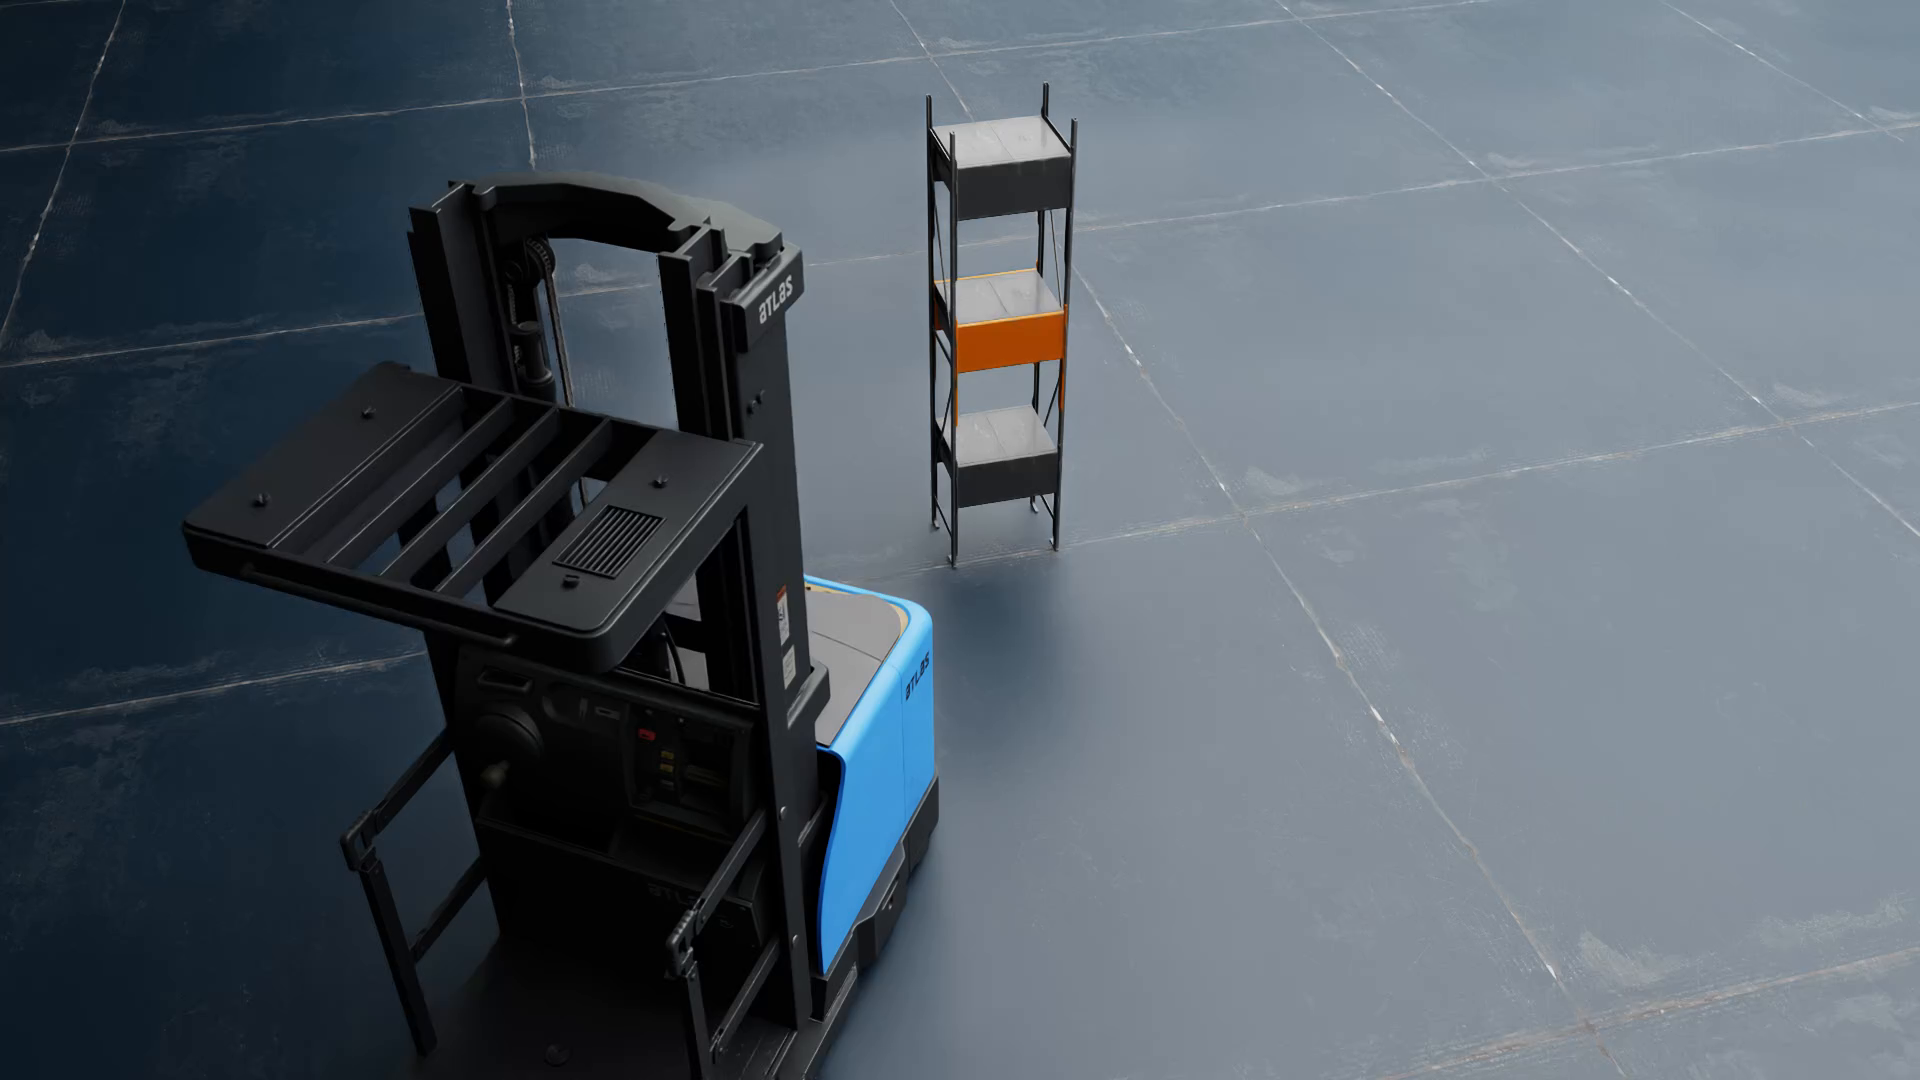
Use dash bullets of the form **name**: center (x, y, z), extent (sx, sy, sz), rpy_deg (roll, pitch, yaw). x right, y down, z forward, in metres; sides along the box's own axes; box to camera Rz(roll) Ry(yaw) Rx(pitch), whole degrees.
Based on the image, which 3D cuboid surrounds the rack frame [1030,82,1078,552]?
- **rack frame**: center (0.395, -0.899, 7.197), extent (0.015, 2.100, 0.400), rpy_deg (-9, 38, -12)

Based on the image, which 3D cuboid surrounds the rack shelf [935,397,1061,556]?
- **rack shelf**: center (0.160, -0.293, 7.580), extent (0.480, 0.518, 0.431), rpy_deg (-9, 38, -12)

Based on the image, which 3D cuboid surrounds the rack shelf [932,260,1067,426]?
- **rack shelf**: center (0.160, -0.849, 7.155), extent (0.480, 0.518, 0.431), rpy_deg (-9, 38, -12)

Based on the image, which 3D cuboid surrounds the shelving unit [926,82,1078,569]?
- **shelving unit**: center (0.160, -0.860, 7.146), extent (0.503, 2.100, 0.431), rpy_deg (-9, 38, -12)

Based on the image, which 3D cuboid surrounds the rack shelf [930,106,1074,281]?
- **rack shelf**: center (0.160, -1.405, 6.729), extent (0.480, 0.518, 0.431), rpy_deg (-9, 38, -12)

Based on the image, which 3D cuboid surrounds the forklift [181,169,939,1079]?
- **forklift**: center (-1.081, 0.642, 4.498), extent (1.130, 2.935, 3.031), rpy_deg (13, 39, 17)

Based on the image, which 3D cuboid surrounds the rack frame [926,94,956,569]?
- **rack frame**: center (-0.076, -0.822, 7.096), extent (0.015, 2.100, 0.400), rpy_deg (-9, 38, -12)
